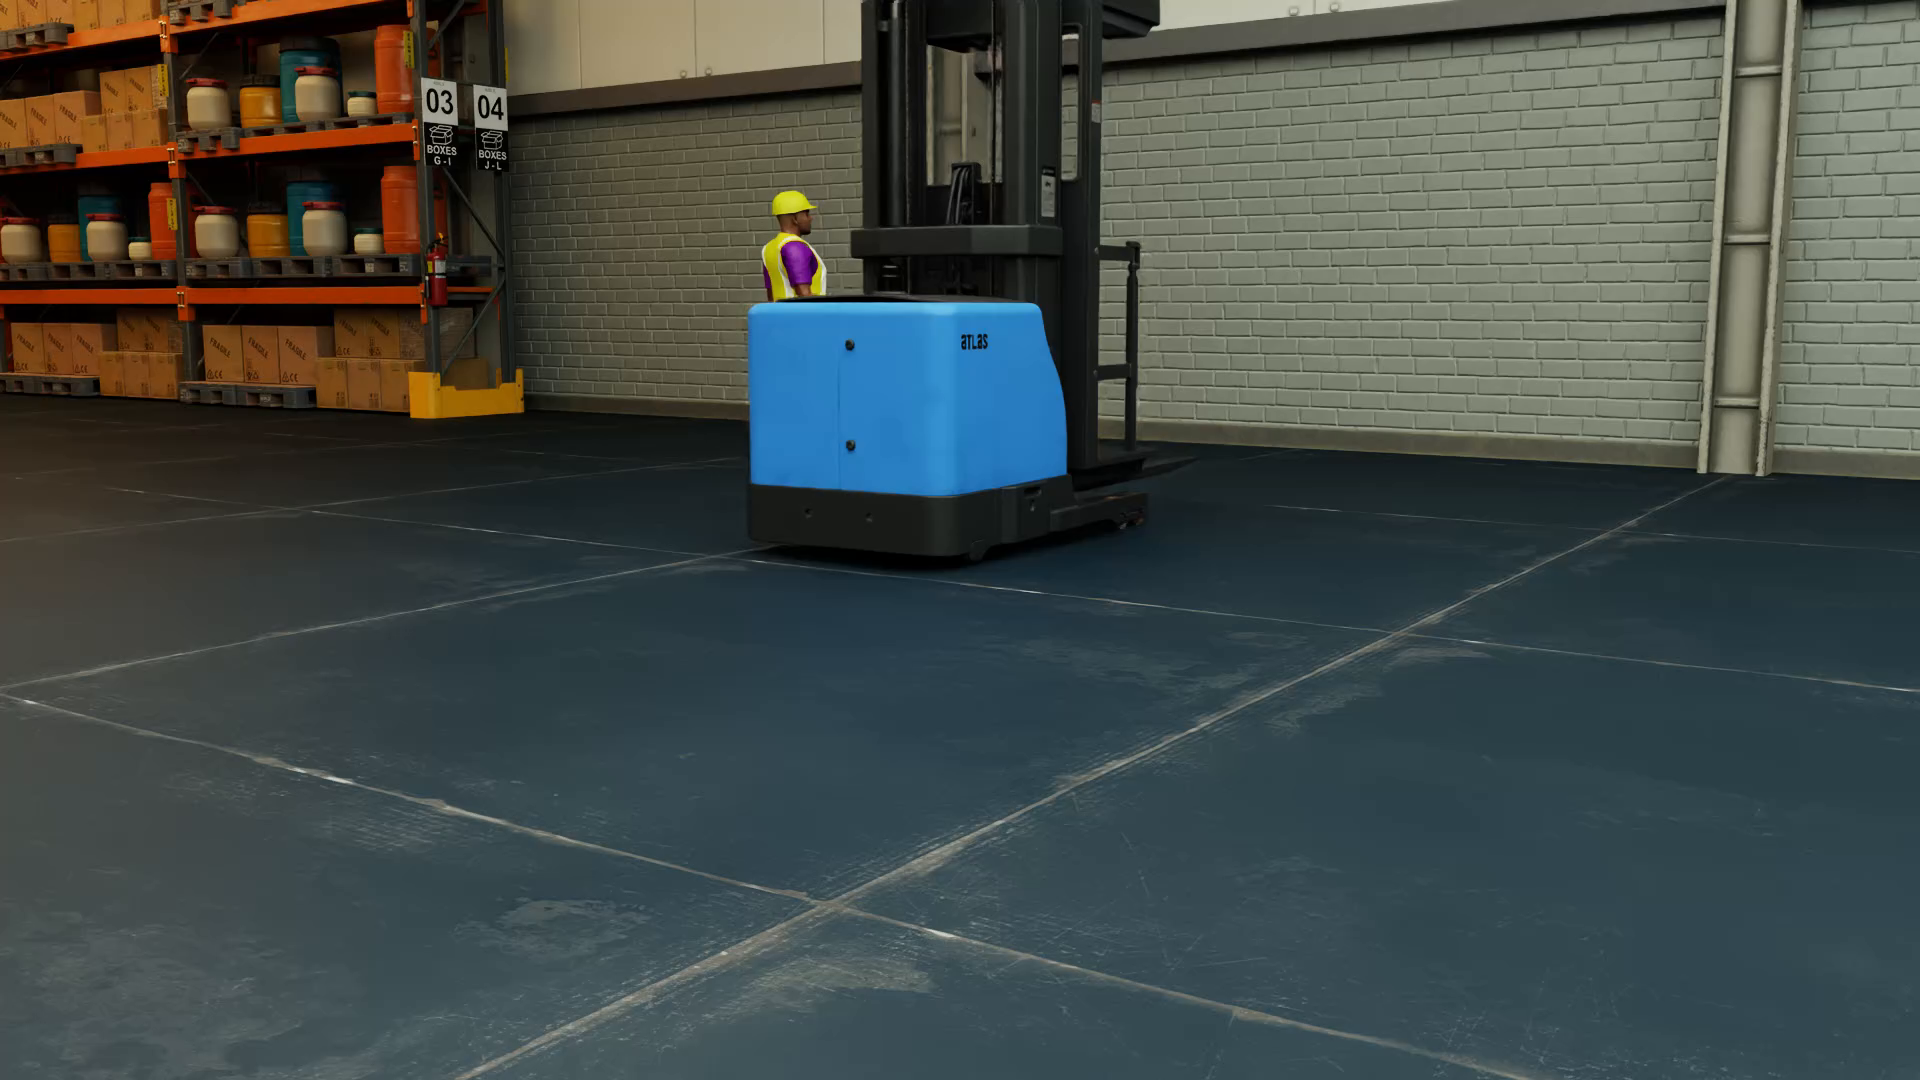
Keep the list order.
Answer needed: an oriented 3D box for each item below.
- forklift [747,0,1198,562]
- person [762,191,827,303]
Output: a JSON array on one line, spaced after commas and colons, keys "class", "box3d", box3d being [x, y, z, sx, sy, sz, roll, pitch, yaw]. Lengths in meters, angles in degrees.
[{"class": "forklift", "box3d": [0.268, -1.529, 7.946, 1.130, 2.935, 3.031, 5, 9, 30]}, {"class": "person", "box3d": [-1.010, -1.306, 10.524, 0.394, 1.770, 0.551, -4, 9, -27]}]
